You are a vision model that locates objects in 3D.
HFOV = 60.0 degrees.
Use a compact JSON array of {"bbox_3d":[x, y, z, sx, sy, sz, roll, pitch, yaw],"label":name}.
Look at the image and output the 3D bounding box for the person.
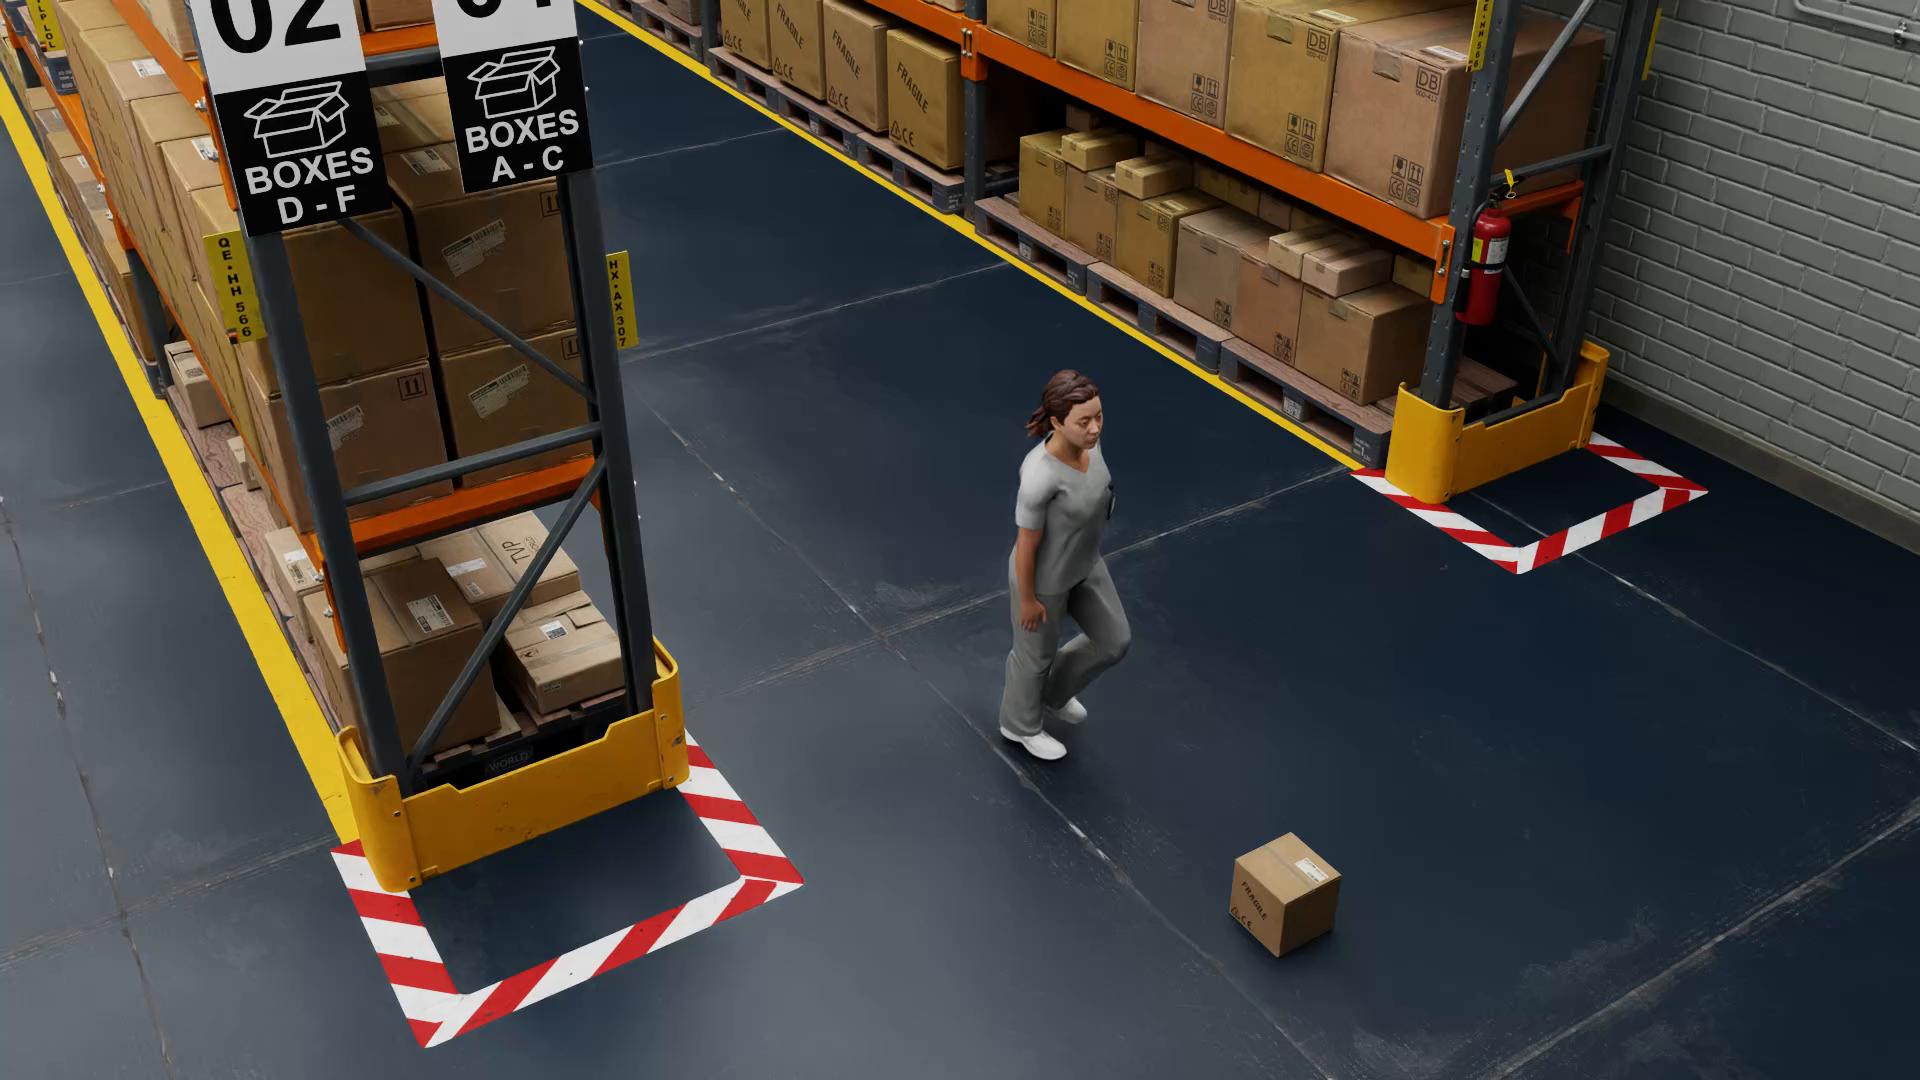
[{"bbox_3d":[0.338,0.122,5.927,0.470,1.657,0.483,23,39,32],"label":"person"}]
